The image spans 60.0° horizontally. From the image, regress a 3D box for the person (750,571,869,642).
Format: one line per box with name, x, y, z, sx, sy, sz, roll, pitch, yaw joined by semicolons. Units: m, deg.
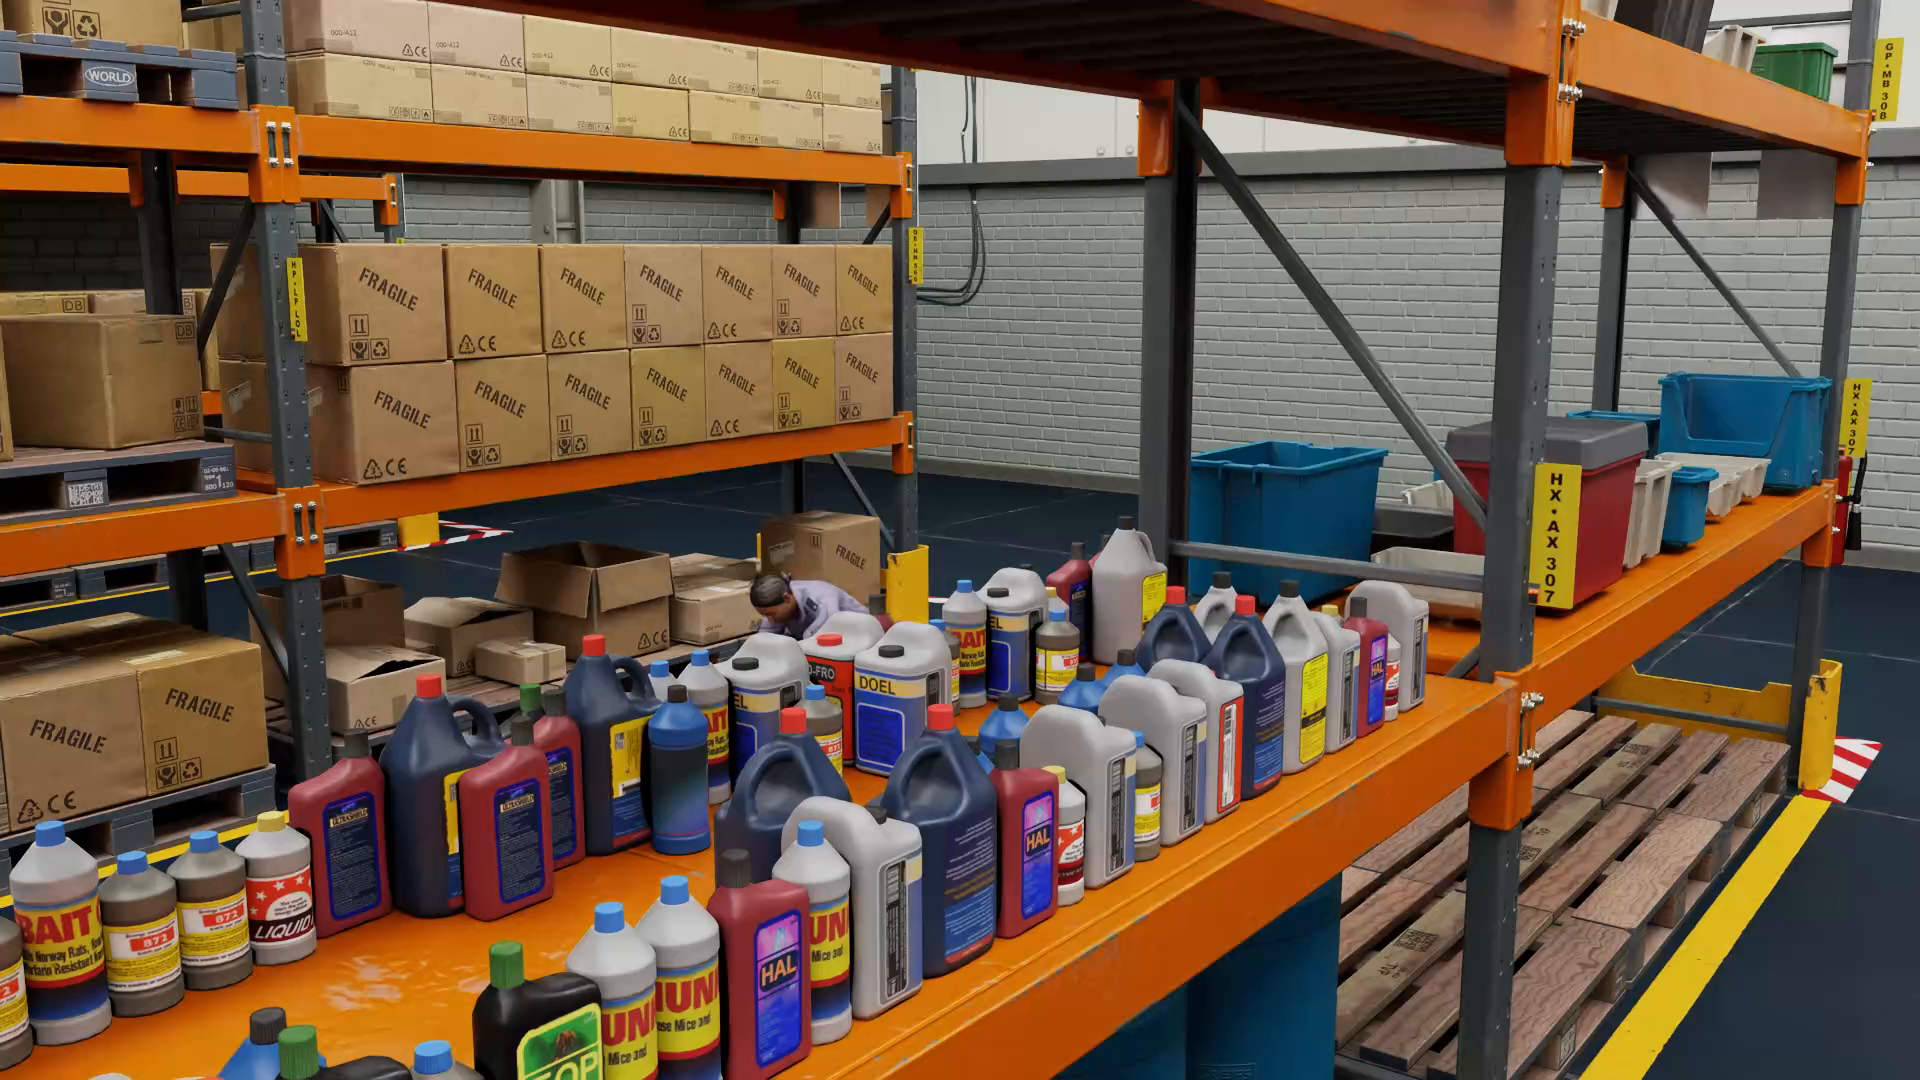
person;-0.692;0.512;8.009;0.849;0.802;0.529;-9;13;-40
